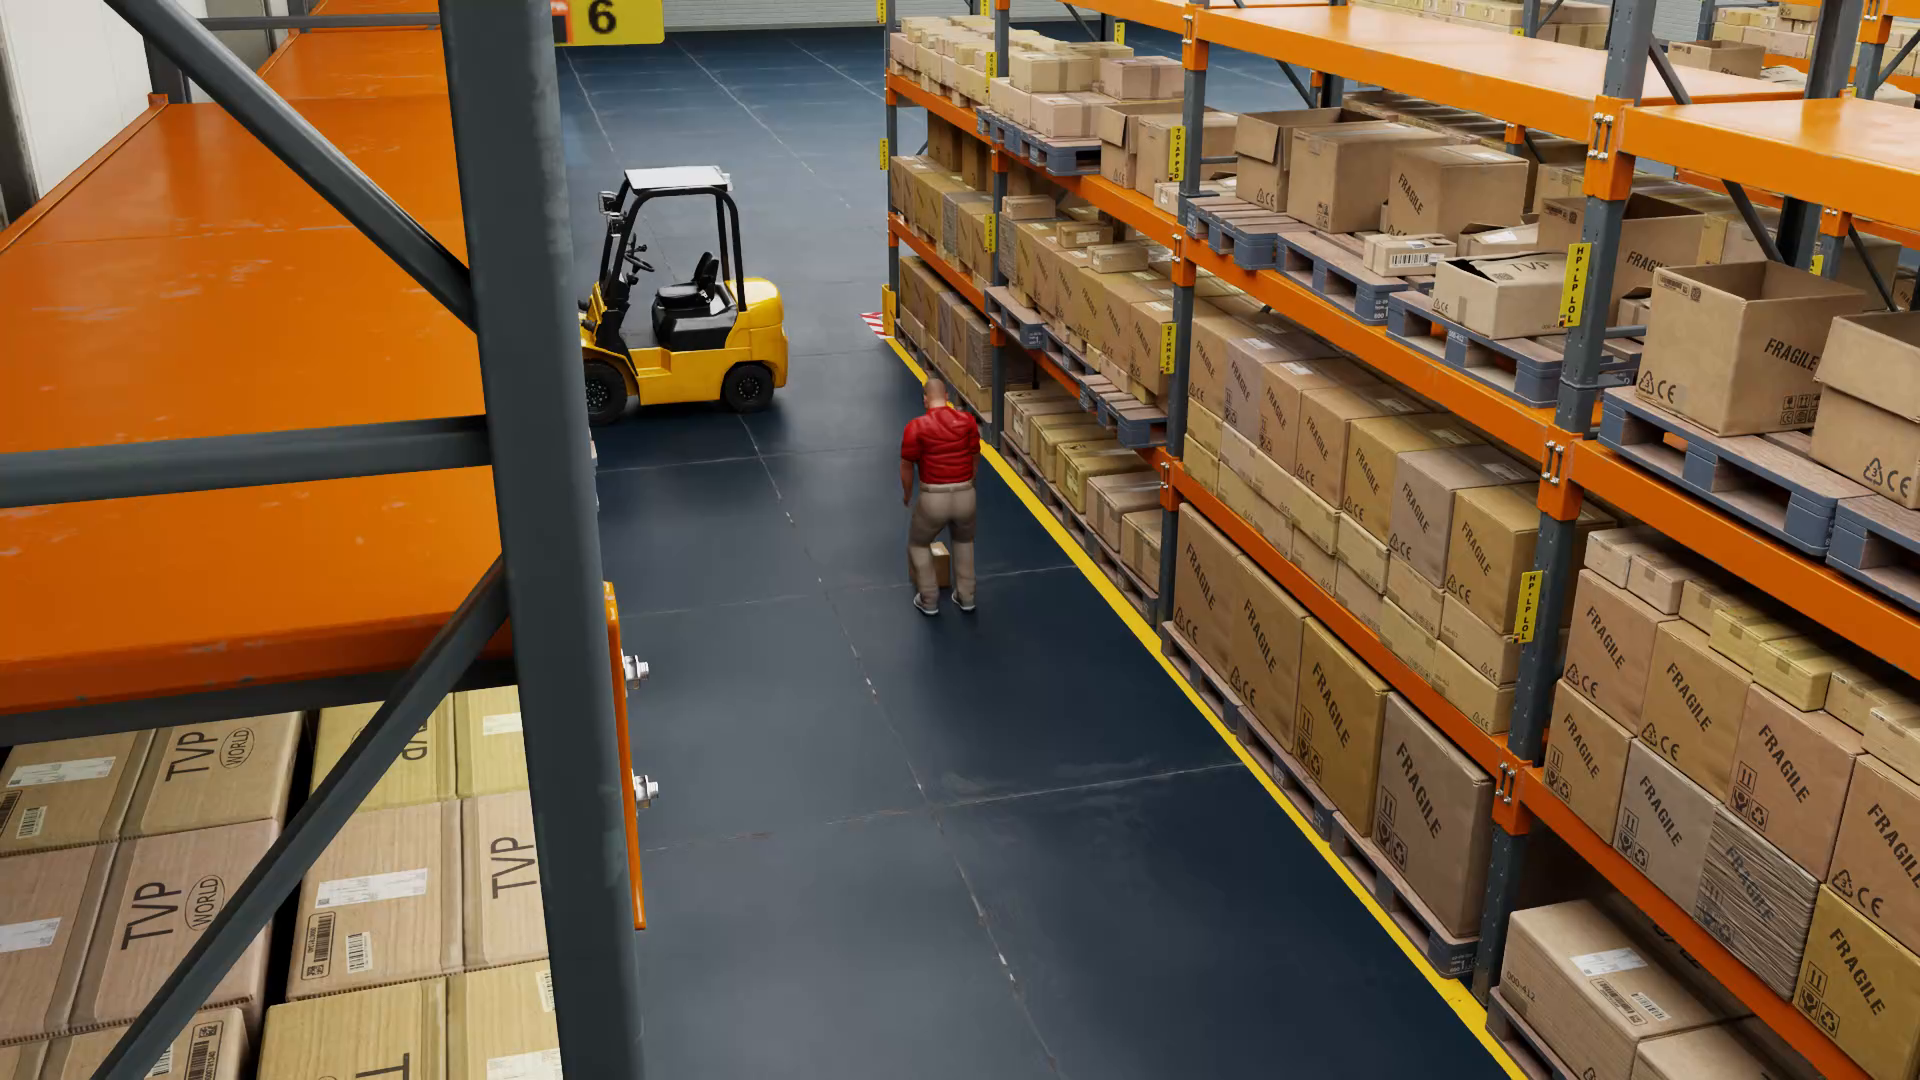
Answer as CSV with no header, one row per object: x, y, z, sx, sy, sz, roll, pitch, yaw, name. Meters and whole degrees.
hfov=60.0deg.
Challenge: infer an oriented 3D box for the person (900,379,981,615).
-0.133,-0.280,11.466,0.564,1.654,0.464,-6,23,-13,person
